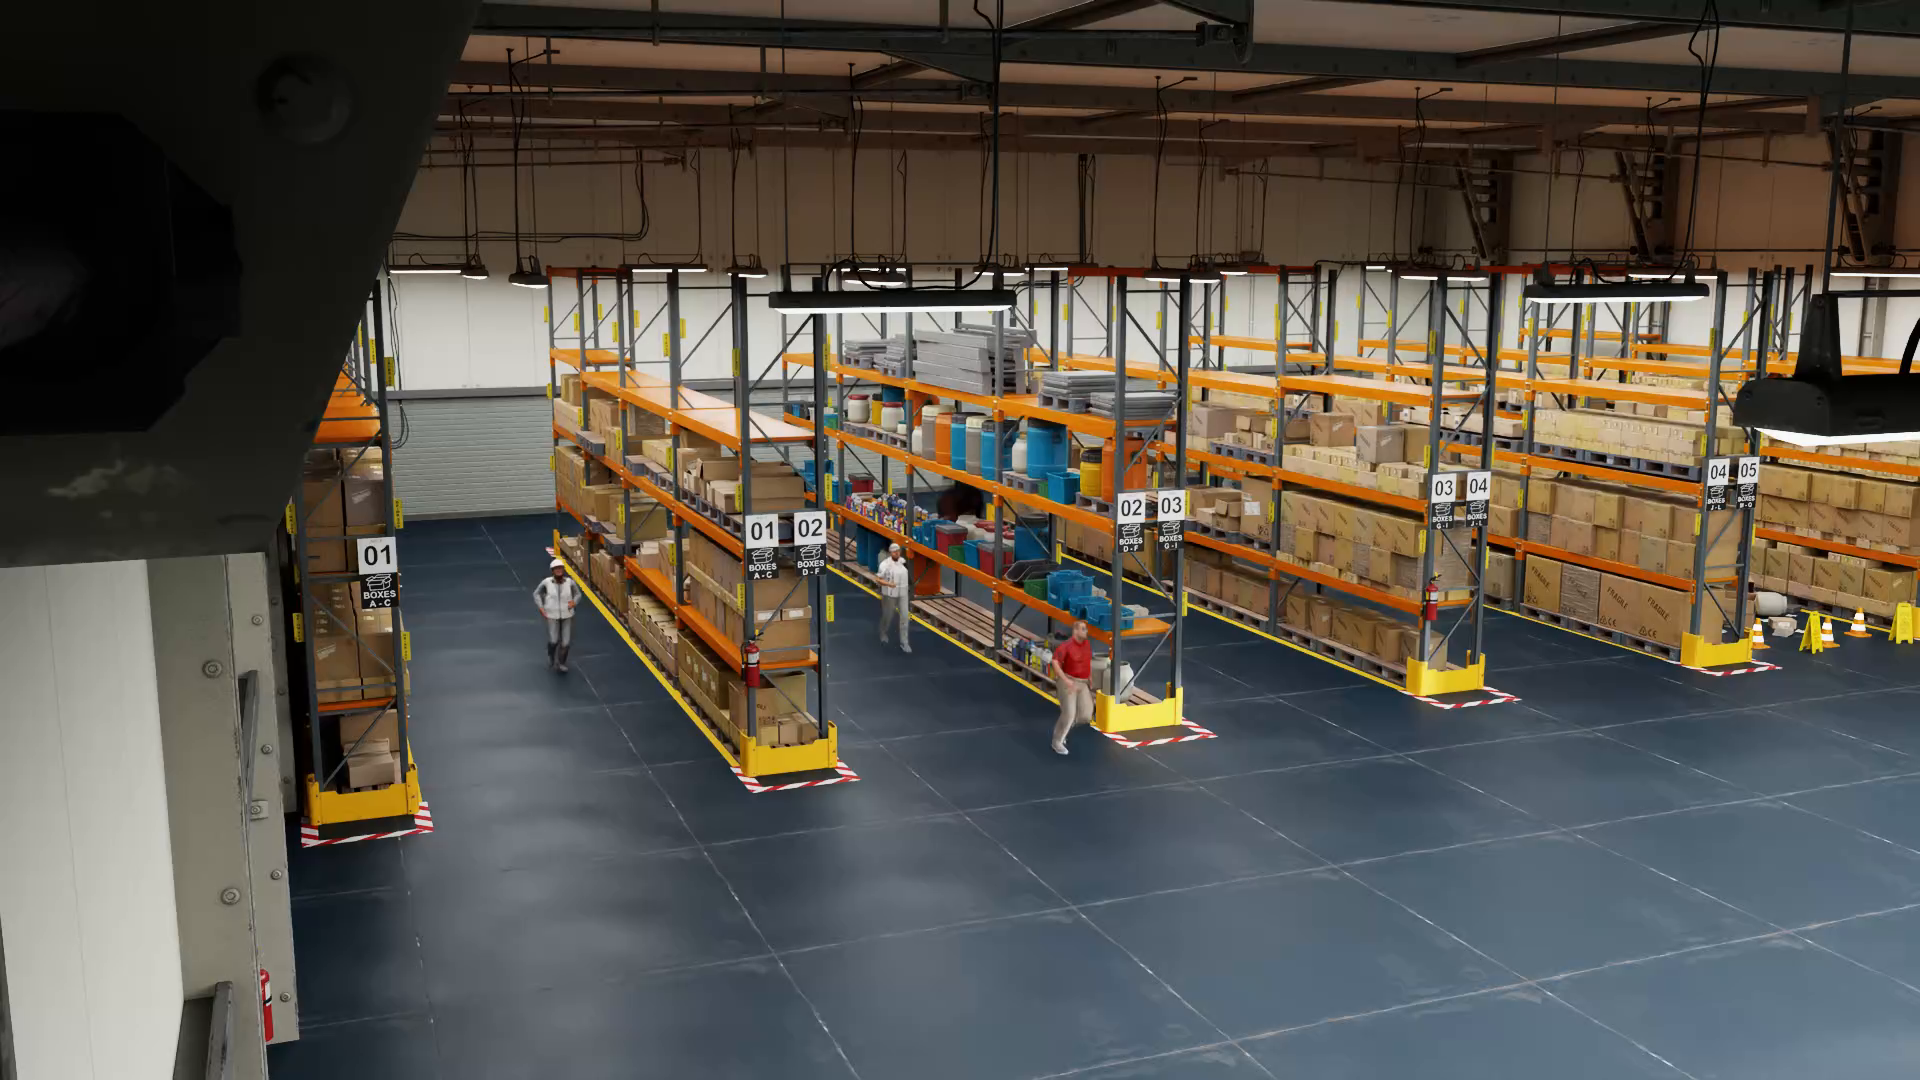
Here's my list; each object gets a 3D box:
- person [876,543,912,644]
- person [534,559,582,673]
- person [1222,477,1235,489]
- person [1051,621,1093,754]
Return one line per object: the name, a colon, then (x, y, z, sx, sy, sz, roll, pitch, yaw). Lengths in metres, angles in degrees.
person: (-1.042, 0.821, 26.092, 0.612, 1.575, 0.783, -4, 11, -23)
person: (-6.021, 1.153, 25.006, 0.703, 1.743, 0.542, -4, 11, -20)
person: (6.775, -1.696, 41.468, 0.711, 1.719, 0.626, -8, 13, -40)
person: (1.475, 1.856, 21.250, 0.714, 1.663, 0.543, -8, 13, -39)
